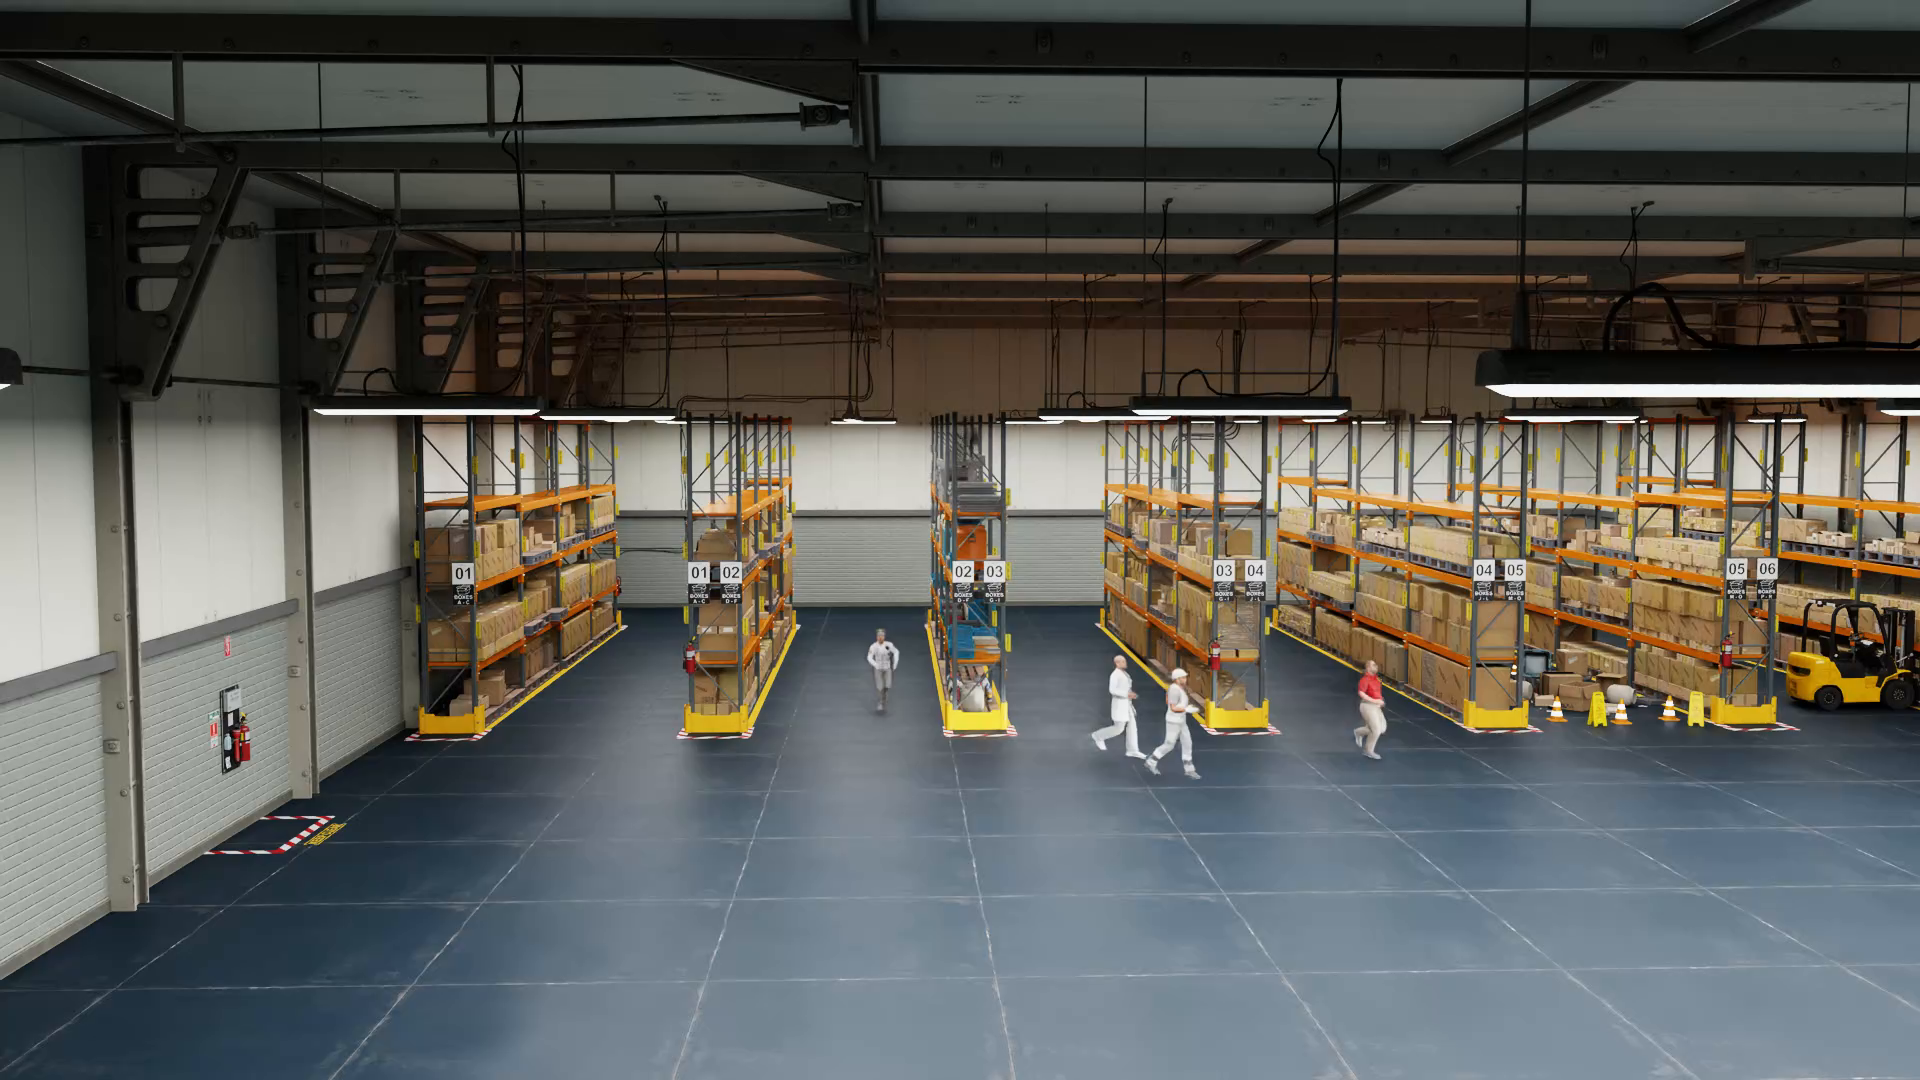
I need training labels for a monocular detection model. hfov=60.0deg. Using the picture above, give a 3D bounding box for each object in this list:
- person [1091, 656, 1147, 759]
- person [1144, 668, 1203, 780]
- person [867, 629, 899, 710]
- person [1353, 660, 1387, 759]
[{"bbox_3d":[2.763,2.919,28.780,0.993,1.689,0.710,2,4,25],"label":"person"},{"bbox_3d":[3.484,2.982,27.027,0.922,1.805,0.622,1,4,21],"label":"person"},{"bbox_3d":[-1.554,2.617,33.618,0.642,1.661,0.592,0,4,-5],"label":"person"},{"bbox_3d":[7.121,2.927,28.868,0.601,1.692,0.697,2,5,33],"label":"person"}]
